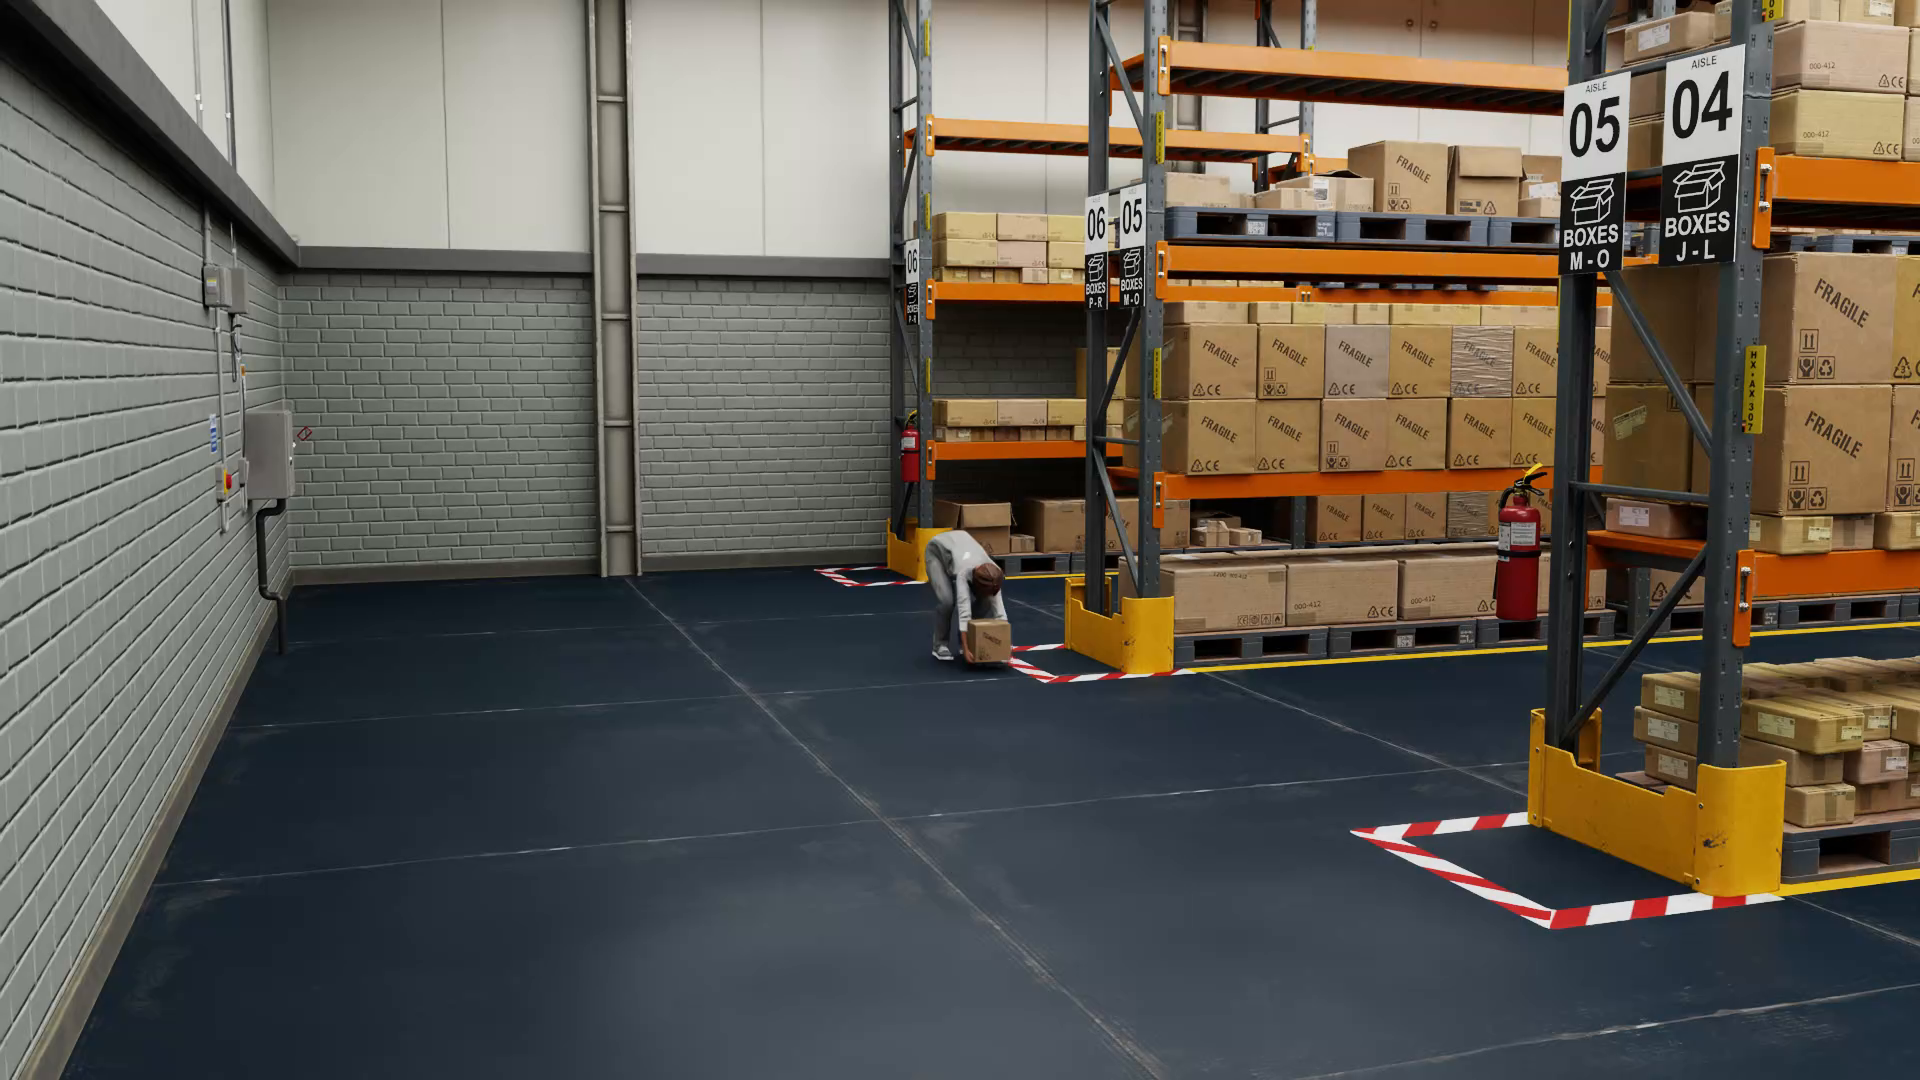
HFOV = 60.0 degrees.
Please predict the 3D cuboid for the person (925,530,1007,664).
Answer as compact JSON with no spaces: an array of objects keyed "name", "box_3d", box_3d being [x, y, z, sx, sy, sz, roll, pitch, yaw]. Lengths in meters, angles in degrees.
[{"name":"person","box_3d":[0.053,0.396,11.395,0.421,0.887,0.854,-3,7,-28]}]
